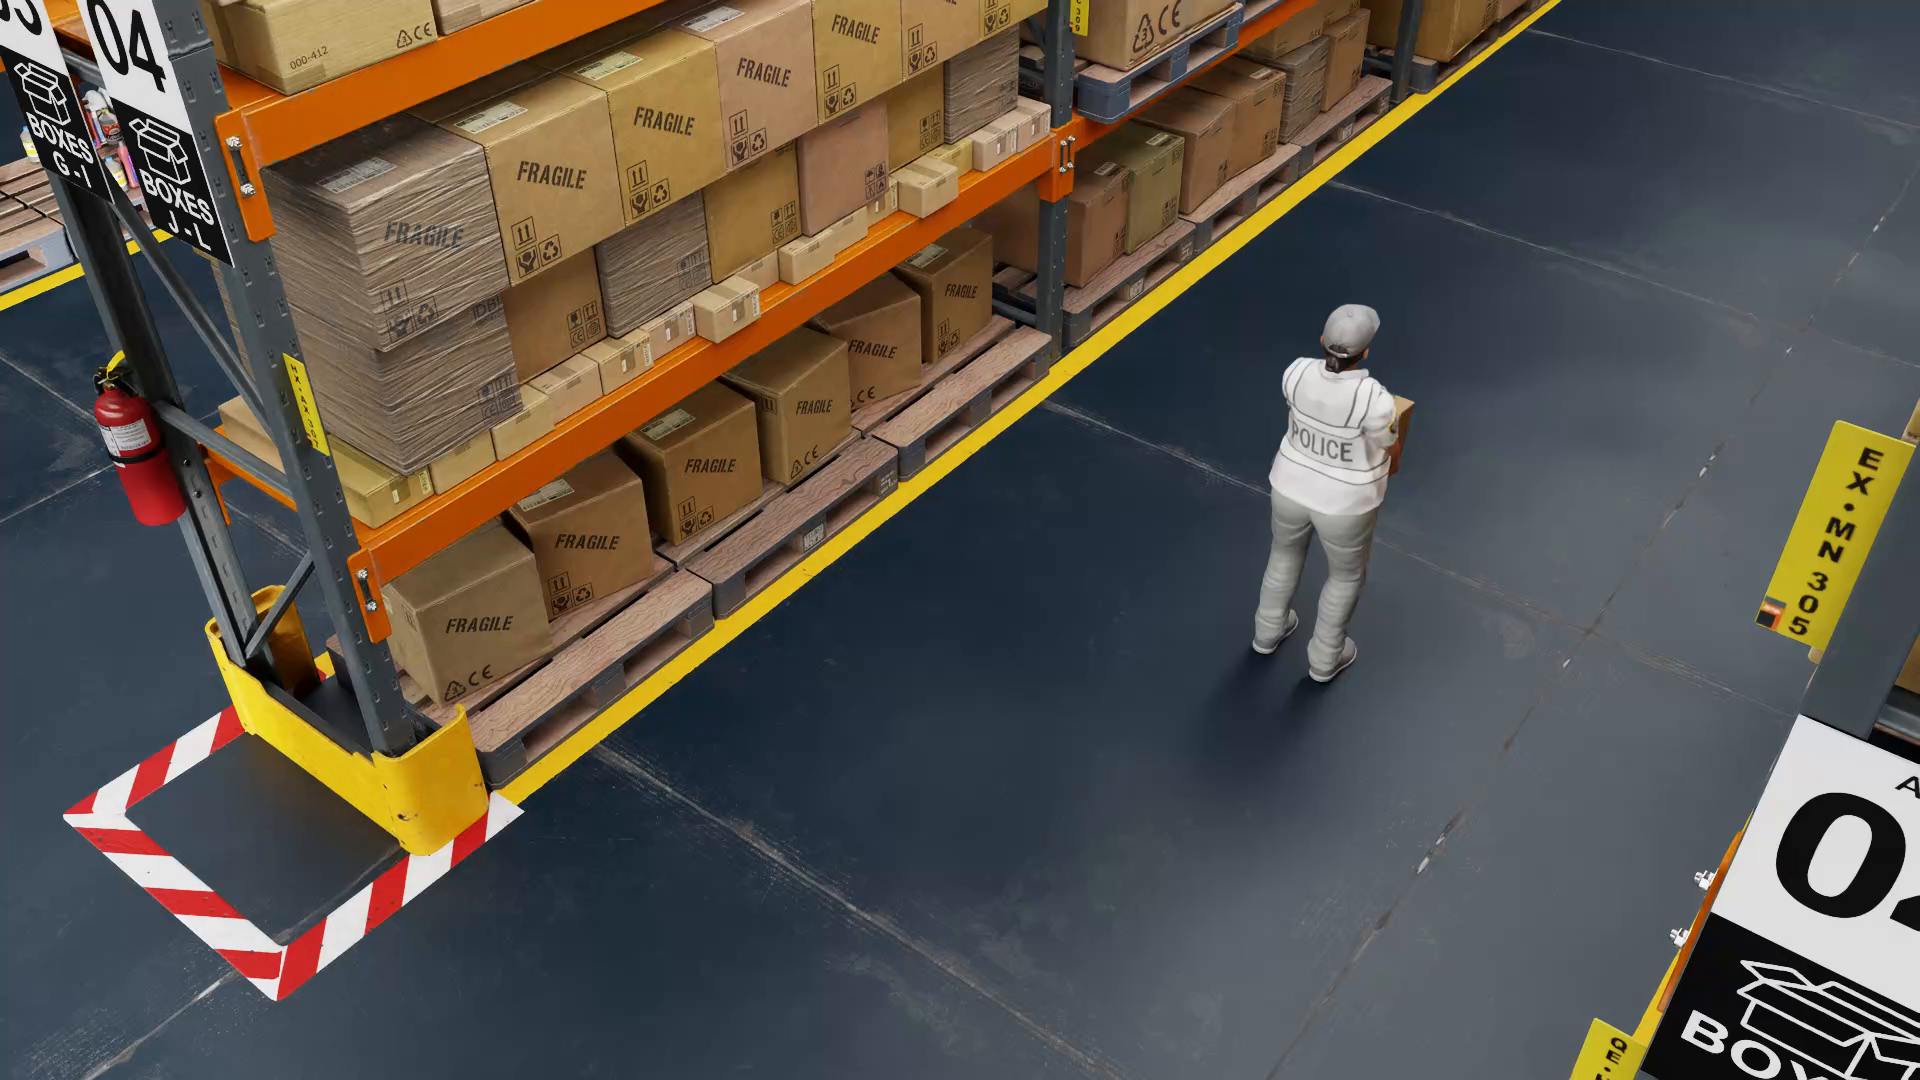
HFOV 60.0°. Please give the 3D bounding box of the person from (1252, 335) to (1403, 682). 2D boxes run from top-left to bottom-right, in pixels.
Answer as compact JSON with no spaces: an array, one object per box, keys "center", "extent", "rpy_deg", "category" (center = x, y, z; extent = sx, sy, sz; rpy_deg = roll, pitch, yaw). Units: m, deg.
[{"center":[1.446,-0.209,6.431],"extent":[0.452,1.645,0.545],"rpy_deg":[26,46,28],"category":"person"}]
